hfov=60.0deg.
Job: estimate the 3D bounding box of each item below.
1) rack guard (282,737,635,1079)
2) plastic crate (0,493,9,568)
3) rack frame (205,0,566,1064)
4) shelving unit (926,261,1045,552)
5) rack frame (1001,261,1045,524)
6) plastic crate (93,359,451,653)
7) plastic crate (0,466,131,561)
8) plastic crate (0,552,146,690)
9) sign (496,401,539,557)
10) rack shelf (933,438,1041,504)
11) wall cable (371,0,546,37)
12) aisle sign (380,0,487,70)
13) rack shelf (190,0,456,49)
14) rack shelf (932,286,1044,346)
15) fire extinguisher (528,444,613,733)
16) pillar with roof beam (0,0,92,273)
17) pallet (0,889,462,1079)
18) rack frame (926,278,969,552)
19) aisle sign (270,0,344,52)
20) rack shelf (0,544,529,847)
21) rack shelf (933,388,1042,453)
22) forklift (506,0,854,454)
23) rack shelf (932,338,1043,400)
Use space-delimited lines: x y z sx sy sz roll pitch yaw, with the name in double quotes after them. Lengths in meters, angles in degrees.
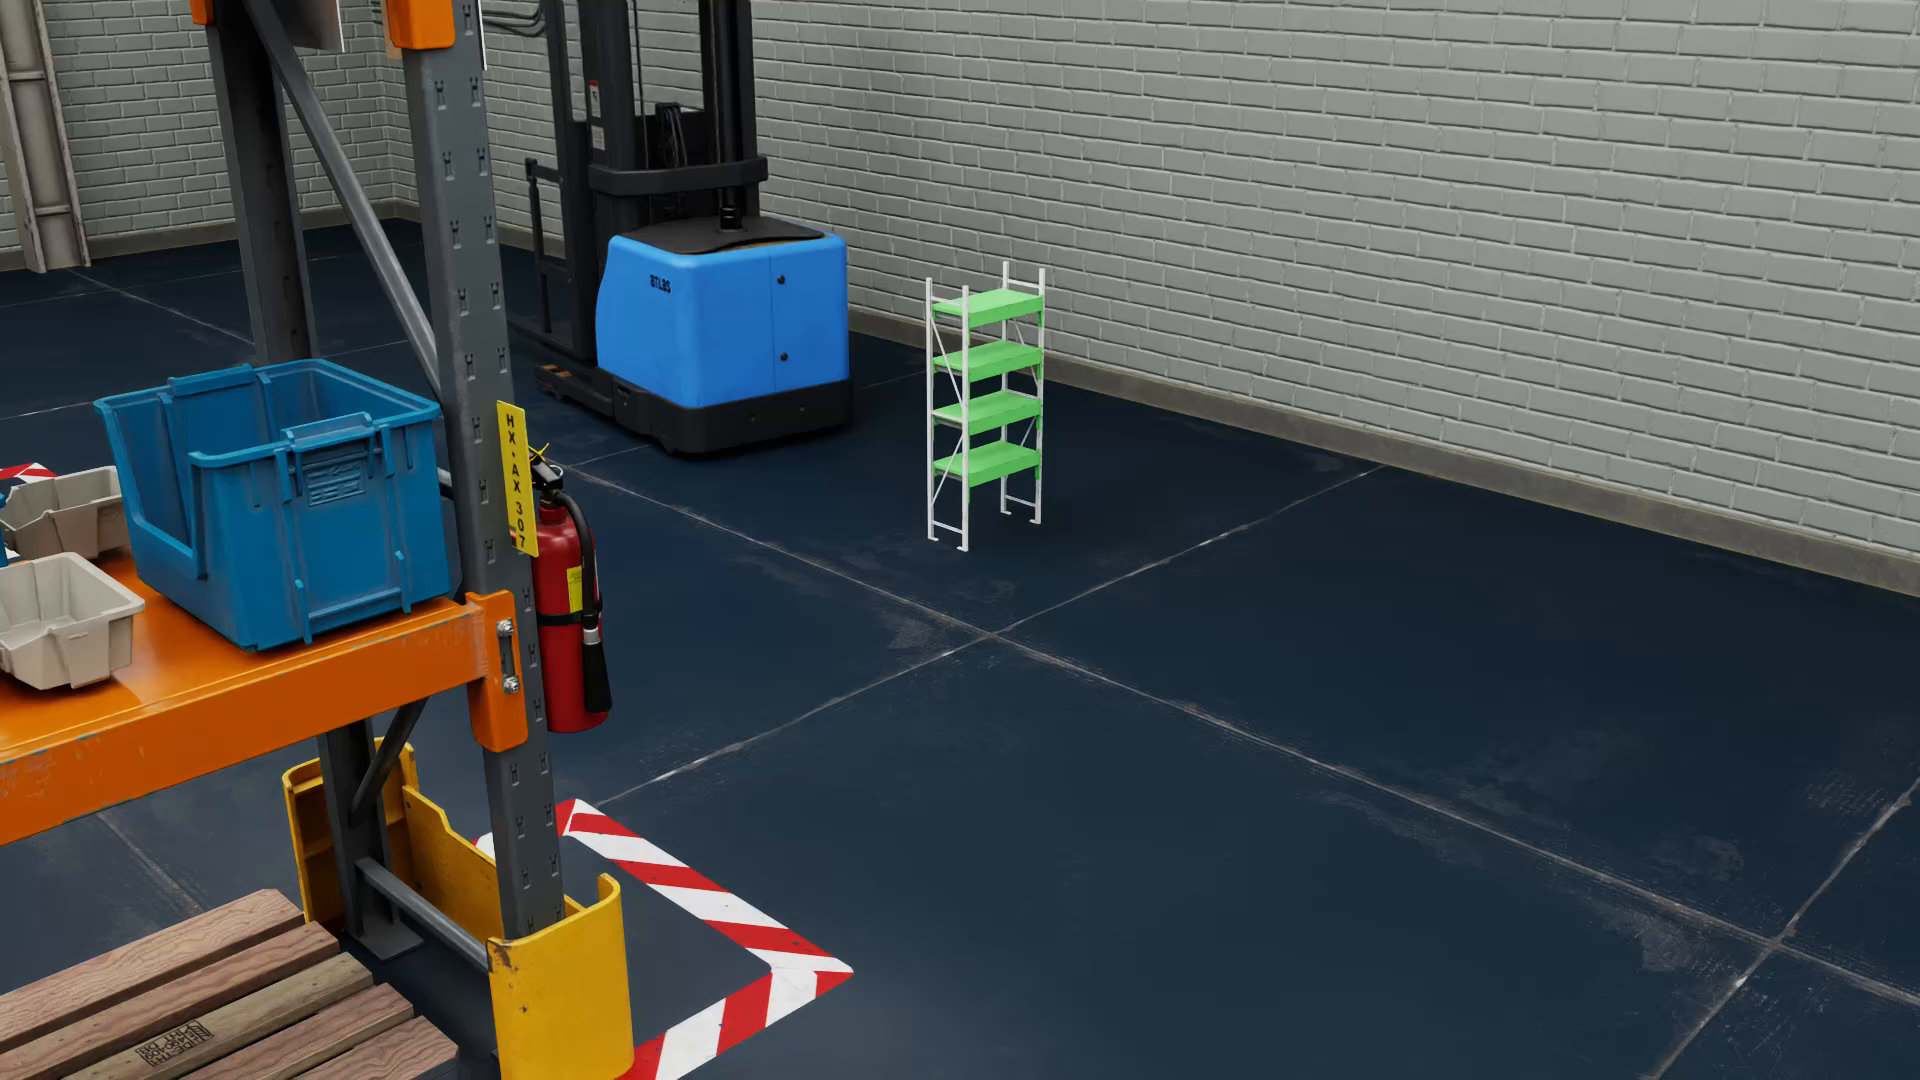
-1.328 0.973 4.347 1.175 0.500 0.348 19 28 41 "rack guard"
-2.203 0.016 3.502 0.416 0.233 0.300 19 28 41 "plastic crate"
-1.336 -0.184 3.874 1.000 3.000 0.127 19 28 41 "rack frame"
0.115 -0.603 7.470 0.258 1.200 0.503 19 28 41 "shelving unit"
0.286 -0.665 7.633 0.240 1.200 0.015 19 28 41 "rack frame"
-1.435 -0.096 3.511 0.616 0.435 0.499 19 28 41 "plastic crate"
-2.027 -0.047 3.799 0.250 0.136 0.298 19 28 41 "plastic crate"
-1.775 0.166 3.247 0.396 0.136 0.243 19 28 41 "plastic crate"
-0.930 -0.127 3.497 0.100 0.325 0.005 19 28 41 "sign"
0.115 -0.319 7.579 0.258 0.148 0.480 19 28 41 "rack shelf"
-4.232 -5.379 13.355 3.097 2.526 0.112 19 28 41 "wall cable"
-1.075 -1.343 3.265 0.394 0.787 0.004 19 28 41 "aisle sign"
-2.731 -0.735 2.127 1.077 0.370 4.000 19 28 41 "rack shelf"
0.115 -0.991 7.321 0.258 0.148 0.480 19 28 41 "rack shelf"
-0.905 0.101 3.759 0.296 0.674 0.183 19 28 41 "fire extinguisher"
-4.086 -5.297 8.814 9.100 9.000 0.400 19 28 41 "pillar with roof beam"
-1.939 1.319 3.848 1.003 0.211 1.213 19 28 41 "pallet"
-0.055 -0.540 7.307 0.240 1.200 0.015 19 28 41 "rack frame"
-1.498 -1.491 3.649 0.394 0.787 0.004 19 28 41 "aisle sign"
-2.731 0.665 2.665 1.077 0.370 4.000 19 28 41 "rack shelf"
0.115 -0.543 7.493 0.258 0.148 0.480 19 28 41 "rack shelf"
-1.864 -2.278 9.416 1.130 2.935 3.031 -15 26 -34 "forklift"
0.115 -0.767 7.407 0.258 0.148 0.480 19 28 41 "rack shelf"
